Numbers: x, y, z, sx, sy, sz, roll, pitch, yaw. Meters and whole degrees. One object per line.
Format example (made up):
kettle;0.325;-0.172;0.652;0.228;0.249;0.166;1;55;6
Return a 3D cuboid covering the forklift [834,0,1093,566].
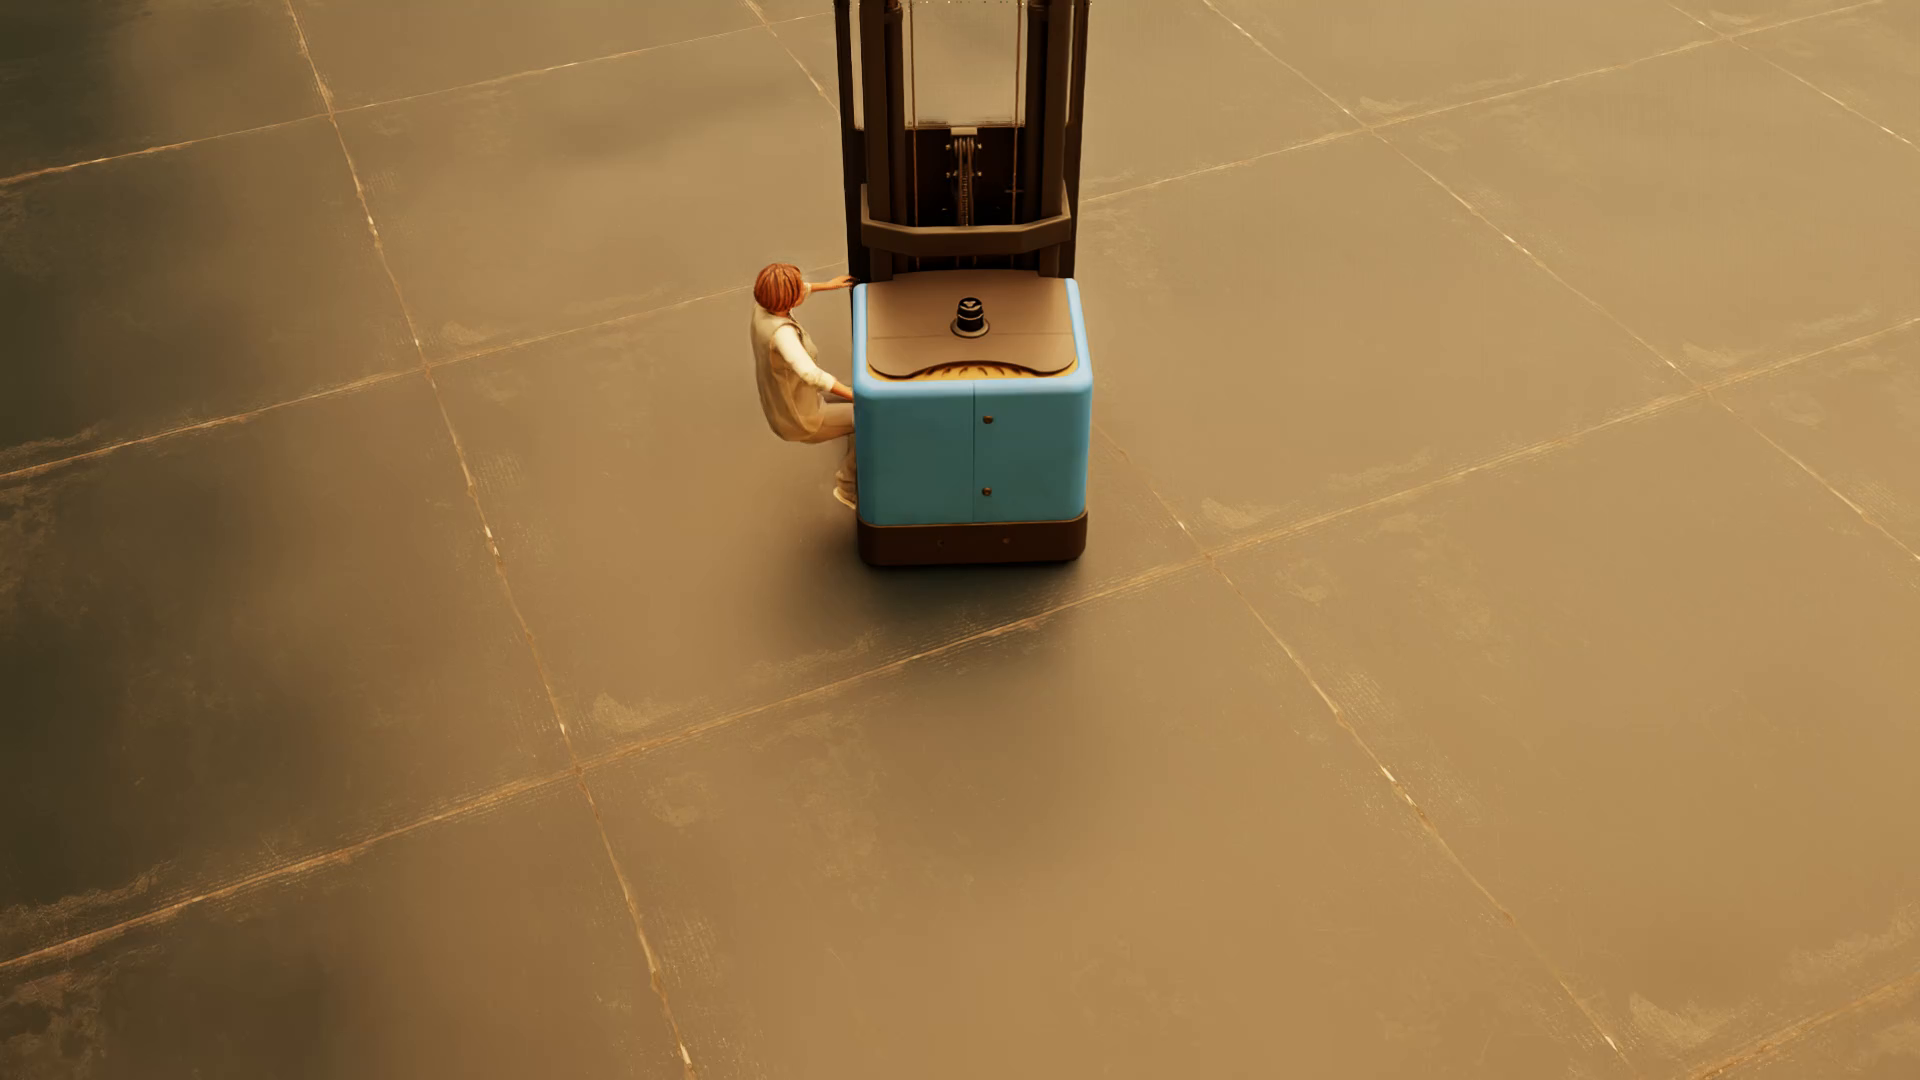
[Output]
forklift;-0.005;-1.946;7.765;1.130;2.935;3.031;-2;43;-2

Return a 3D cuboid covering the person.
person;-0.542;-0.693;7.556;0.754;1.365;0.906;-20;47;-21
